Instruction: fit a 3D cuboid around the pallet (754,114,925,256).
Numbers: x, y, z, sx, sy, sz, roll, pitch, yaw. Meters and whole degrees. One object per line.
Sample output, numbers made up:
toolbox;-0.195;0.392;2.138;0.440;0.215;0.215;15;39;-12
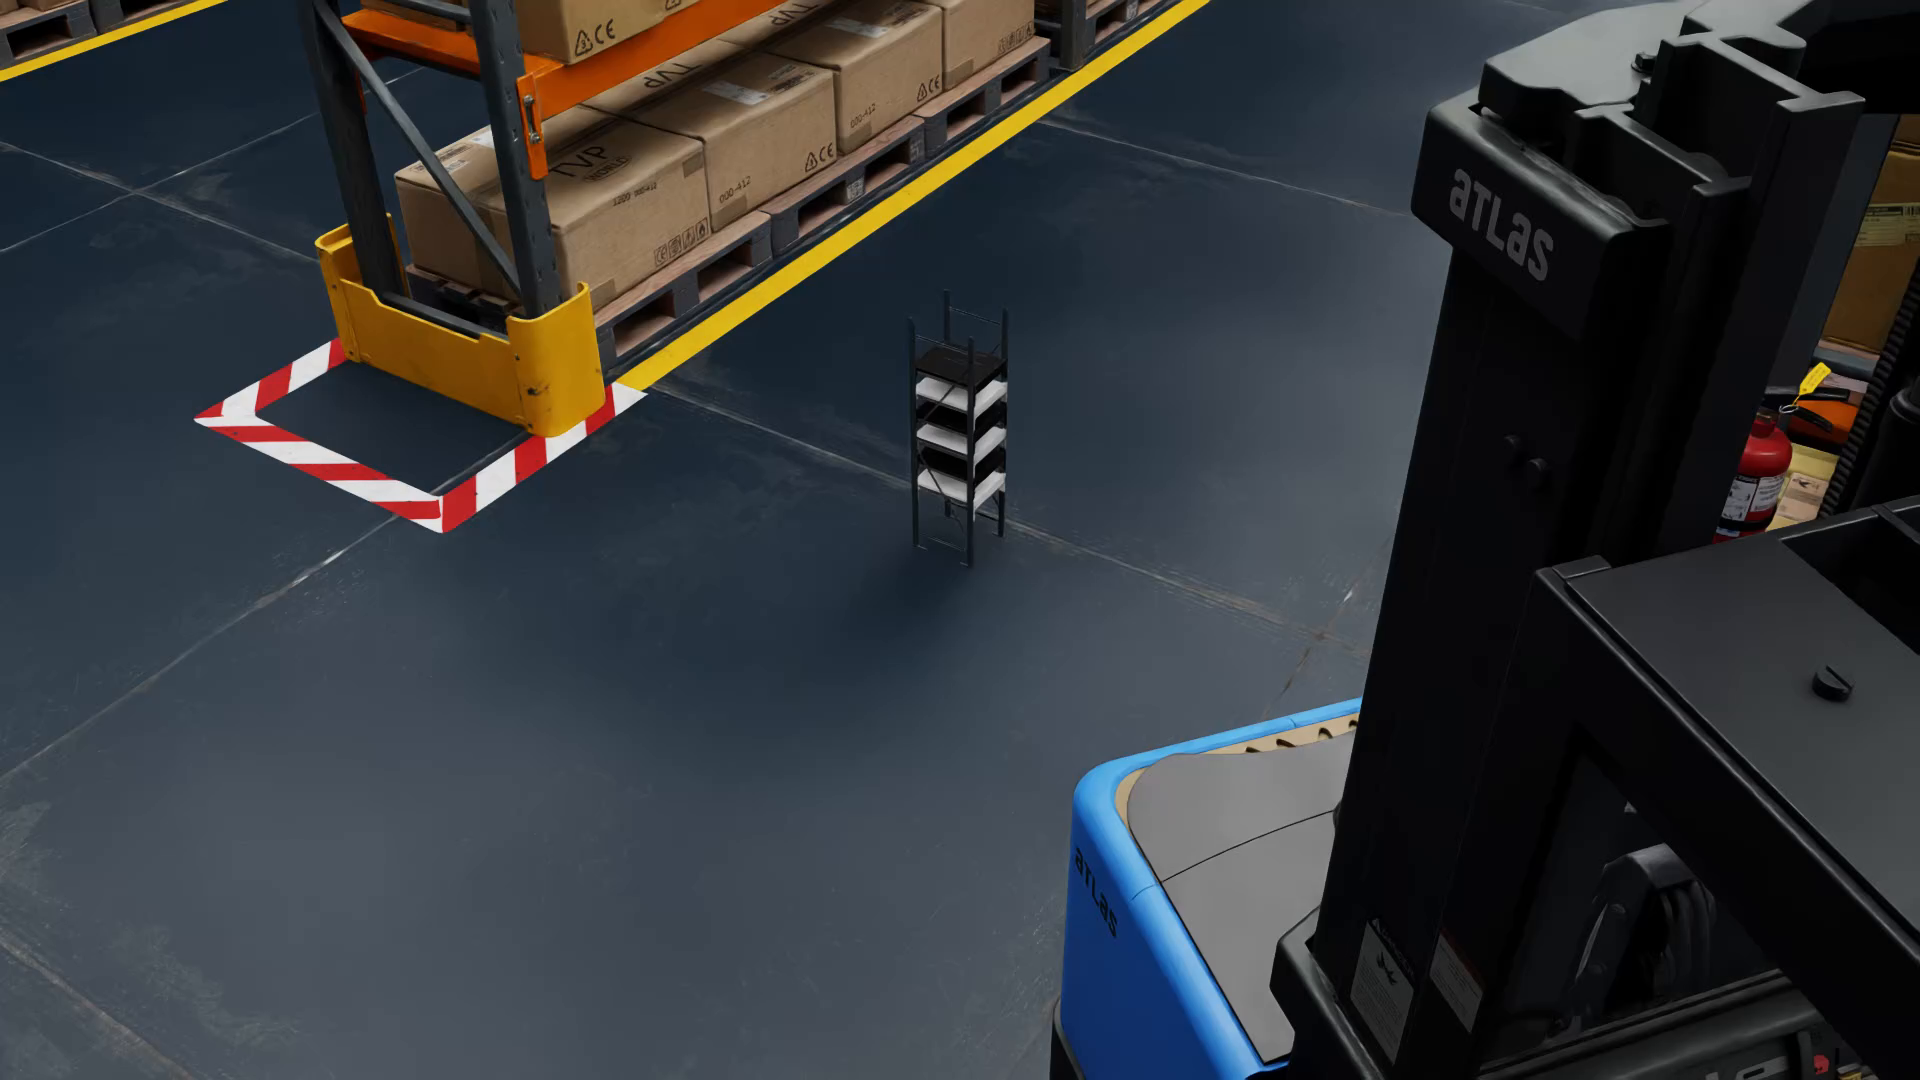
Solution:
pallet;-0.903;-1.808;7.922;1.003;0.211;1.213;21;42;25

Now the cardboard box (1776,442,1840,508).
cardboard box;2.599;-0.195;5.050;0.380;0.149;0.250;20;42;24

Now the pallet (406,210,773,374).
pallet;-1.557;-1.181;7.110;1.003;0.211;1.213;21;42;25

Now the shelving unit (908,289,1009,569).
shelving unit;-0.004;-0.352;5.470;0.258;0.900;0.210;21;42;25

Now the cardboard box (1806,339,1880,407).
cardboard box;2.251;-0.442;4.072;0.380;0.149;0.250;21;42;25

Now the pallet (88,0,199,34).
pallet;-4.991;-3.442;10.042;1.003;0.211;1.213;21;42;25

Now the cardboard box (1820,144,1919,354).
cardboard box;2.338;-0.754;3.946;0.500;0.500;0.500;22;43;26

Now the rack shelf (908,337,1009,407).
rack shelf;-0.004;-0.540;5.325;0.258;0.077;0.200;21;42;25

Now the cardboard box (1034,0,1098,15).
cardboard box;0.488;-3.581;9.334;0.875;0.875;0.875;23;43;26

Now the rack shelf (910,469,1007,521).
rack shelf;-0.004;-0.183;5.600;0.258;0.077;0.200;21;42;25

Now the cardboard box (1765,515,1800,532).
cardboard box;2.384;0.090;4.680;0.380;0.149;0.250;22;43;26

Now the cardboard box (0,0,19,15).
cardboard box;-5.444;-2.998;9.173;0.380;0.149;0.250;19;42;23

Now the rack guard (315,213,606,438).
rack guard;-1.932;-0.846;6.438;1.175;0.500;0.348;21;42;25

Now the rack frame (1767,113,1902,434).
rack frame;2.315;-0.281;3.658;1.000;3.000;0.127;21;42;25

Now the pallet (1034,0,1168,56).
pallet;0.573;-3.228;9.765;1.003;0.211;1.213;21;42;25

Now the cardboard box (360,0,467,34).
cardboard box;-1.884;-2.223;6.095;0.500;0.500;0.500;21;42;25

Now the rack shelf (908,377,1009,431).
rack shelf;-0.004;-0.468;5.380;0.258;0.077;0.200;21;42;25

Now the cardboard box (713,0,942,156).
cardboard box;-0.682;-2.311;8.046;0.875;0.438;0.875;20;42;24

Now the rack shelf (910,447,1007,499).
rack shelf;-0.004;-0.255;5.545;0.258;0.077;0.200;21;42;25

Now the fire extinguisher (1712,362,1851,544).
fire extinguisher;1.790;-0.124;3.822;0.296;0.674;0.183;21;42;25

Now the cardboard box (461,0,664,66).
cardboard box;-1.420;-2.041;5.859;0.500;0.500;0.500;21;42;25

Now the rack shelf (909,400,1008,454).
rack shelf;-0.004;-0.397;5.435;0.258;0.077;0.200;21;42;25

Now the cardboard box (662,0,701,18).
cardboard box;-1.172;-2.311;6.209;0.500;0.500;0.500;21;42;25

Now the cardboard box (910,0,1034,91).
cardboard box;-0.203;-2.773;8.645;0.875;0.438;0.875;21;42;24

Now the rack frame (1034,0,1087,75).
rack frame;0.224;-3.910;8.365;1.000;3.000;0.127;21;42;25

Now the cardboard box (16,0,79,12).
cardboard box;-5.214;-3.358;9.353;0.700;0.500;0.500;23;43;27

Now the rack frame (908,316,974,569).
rack frame;-0.059;-0.300;5.402;0.240;0.900;0.006;21;42;25

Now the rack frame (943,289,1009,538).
rack frame;0.050;-0.405;5.538;0.240;0.900;0.006;21;42;25

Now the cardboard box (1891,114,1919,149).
cardboard box;2.350;-1.152;3.643;0.500;0.500;0.500;20;42;24

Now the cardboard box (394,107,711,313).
cardboard box;-1.650;-1.373;6.828;0.875;0.438;0.875;20;42;24

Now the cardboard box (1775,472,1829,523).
cardboard box;2.567;-0.020;4.823;0.380;0.149;0.250;22;43;26

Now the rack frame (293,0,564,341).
rack frame;-1.919;-1.848;5.690;1.000;3.000;0.127;21;42;25

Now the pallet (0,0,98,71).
pallet;-5.645;-2.816;9.230;1.003;0.211;1.213;21;42;25

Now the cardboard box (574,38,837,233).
cardboard box;-1.167;-1.847;7.444;0.875;0.438;0.875;22;43;26

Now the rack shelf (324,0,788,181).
rack shelf;-0.848;-2.594;7.247;1.077;0.370;4.000;21;42;25

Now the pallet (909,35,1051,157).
pallet;-0.250;-2.439;8.741;1.003;0.211;1.213;21;42;25

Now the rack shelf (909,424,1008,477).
rack shelf;-0.004;-0.326;5.490;0.258;0.077;0.200;21;42;25

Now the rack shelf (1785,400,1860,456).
rack shelf;3.386;-1.027;5.215;1.077;0.370;4.000;21;42;25

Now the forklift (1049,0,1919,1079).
forklift;1.176;0.911;2.168;1.130;2.935;3.031;-12;39;-15
